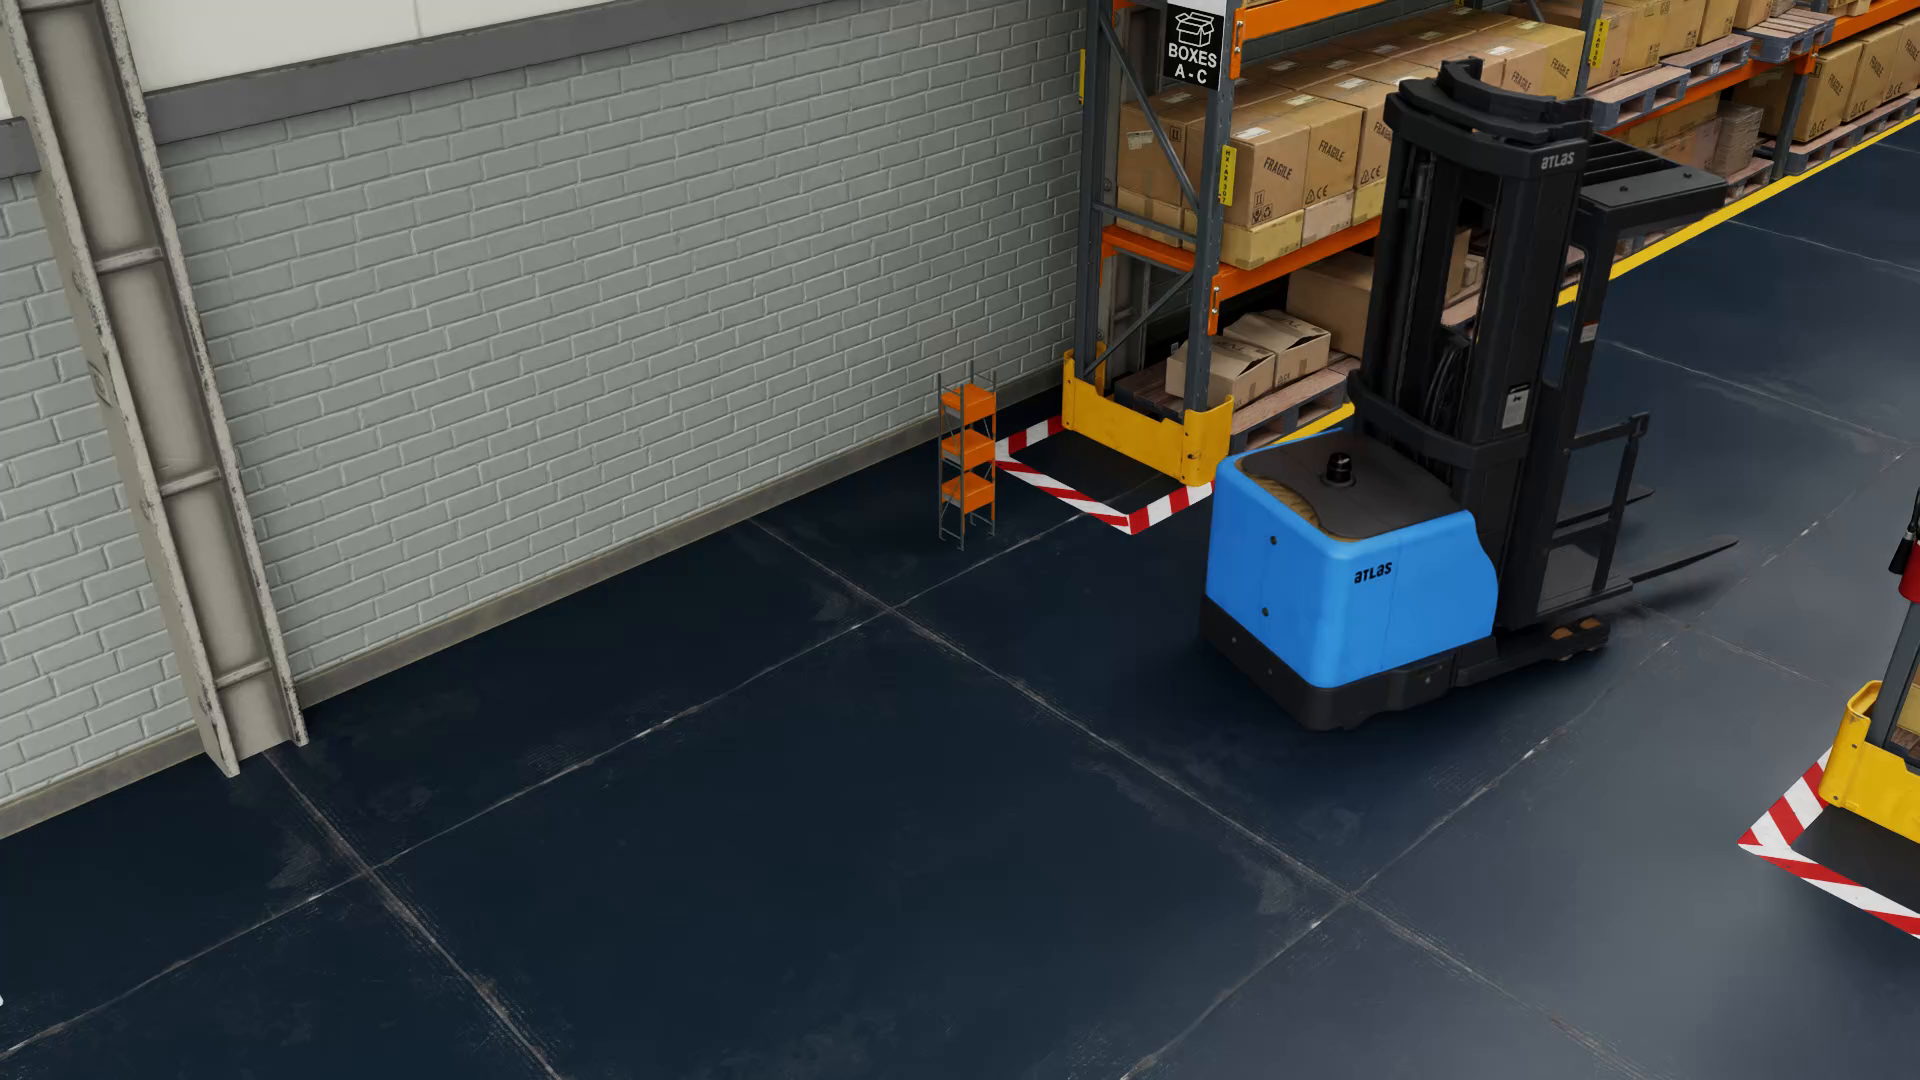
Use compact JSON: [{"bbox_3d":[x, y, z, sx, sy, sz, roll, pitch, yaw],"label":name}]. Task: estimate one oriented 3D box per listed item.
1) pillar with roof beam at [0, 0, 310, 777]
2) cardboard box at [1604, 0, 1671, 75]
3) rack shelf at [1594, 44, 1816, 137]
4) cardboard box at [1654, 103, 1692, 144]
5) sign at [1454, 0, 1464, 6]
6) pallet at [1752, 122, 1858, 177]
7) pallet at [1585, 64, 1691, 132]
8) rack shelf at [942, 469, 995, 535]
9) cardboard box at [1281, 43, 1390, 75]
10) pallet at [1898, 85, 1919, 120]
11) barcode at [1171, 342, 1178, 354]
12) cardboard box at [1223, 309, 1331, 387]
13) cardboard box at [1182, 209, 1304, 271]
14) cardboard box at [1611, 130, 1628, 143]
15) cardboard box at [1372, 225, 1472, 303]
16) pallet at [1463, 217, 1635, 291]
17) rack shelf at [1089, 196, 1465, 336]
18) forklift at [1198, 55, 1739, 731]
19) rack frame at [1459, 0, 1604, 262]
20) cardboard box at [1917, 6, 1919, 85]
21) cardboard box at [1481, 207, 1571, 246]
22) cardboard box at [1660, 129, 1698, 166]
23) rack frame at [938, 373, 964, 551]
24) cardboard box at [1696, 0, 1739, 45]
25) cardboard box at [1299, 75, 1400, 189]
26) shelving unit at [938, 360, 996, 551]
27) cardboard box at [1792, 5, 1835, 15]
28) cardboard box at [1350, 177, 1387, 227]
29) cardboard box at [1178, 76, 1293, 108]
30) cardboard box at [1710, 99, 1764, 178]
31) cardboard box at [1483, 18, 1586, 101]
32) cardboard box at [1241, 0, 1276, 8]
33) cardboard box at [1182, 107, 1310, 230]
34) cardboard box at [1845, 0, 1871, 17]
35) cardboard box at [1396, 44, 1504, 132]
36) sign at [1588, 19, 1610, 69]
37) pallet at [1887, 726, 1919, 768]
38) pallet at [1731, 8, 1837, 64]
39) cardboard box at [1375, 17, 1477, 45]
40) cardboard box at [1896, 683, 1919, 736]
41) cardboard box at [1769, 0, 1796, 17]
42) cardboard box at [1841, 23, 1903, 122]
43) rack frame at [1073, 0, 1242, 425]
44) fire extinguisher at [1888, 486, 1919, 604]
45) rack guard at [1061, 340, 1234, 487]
[{"bbox_3d":[-0.447,-1.209,2.936,0.400,9.000,9.100,-26,40,-35],"label":"pillar with roof beam"},{"bbox_3d":[4.844,-3.858,12.501,0.500,0.500,0.700,-21,37,-31],"label":"cardboard box"},{"bbox_3d":[5.500,-3.667,13.396,4.000,0.370,1.077,-26,40,-35],"label":"rack shelf"},{"bbox_3d":[5.639,-3.487,13.667,0.500,0.250,0.500,-26,40,-36],"label":"cardboard box"},{"bbox_3d":[3.653,-3.970,12.091,0.005,0.325,0.100,-26,40,-35],"label":"sign"},{"bbox_3d":[7.596,-3.745,15.506,1.213,0.211,1.003,-26,40,-35],"label":"pallet"},{"bbox_3d":[4.692,-3.398,12.450,1.213,0.211,1.003,-26,40,-35],"label":"pallet"},{"bbox_3d":[0.039,-0.221,9.492,0.240,0.259,0.215,-26,40,-35],"label":"rack shelf"},{"bbox_3d":[2.422,-2.897,10.853,0.500,0.500,0.500,-25,39,-35],"label":"cardboard box"},{"bbox_3d":[9.385,-4.610,16.921,1.213,0.211,1.003,-26,40,-35],"label":"pallet"},{"bbox_3d":[1.410,-1.261,10.918,0.075,0.075,0.001,-26,40,-35],"label":"barcode"},{"bbox_3d":[2.087,-1.300,10.990,0.500,0.311,0.500,-22,38,-32],"label":"cardboard box"},{"bbox_3d":[1.674,-1.842,9.846,0.500,0.250,0.500,-27,41,-37],"label":"cardboard box"},{"bbox_3d":[4.882,-3.131,13.085,0.500,0.250,0.500,-27,40,-36],"label":"cardboard box"},{"bbox_3d":[3.299,-2.003,11.958,0.500,0.500,0.500,26,40,35],"label":"cardboard box"},{"bbox_3d":[4.603,-2.352,13.228,1.213,0.211,1.003,-26,40,-35],"label":"pallet"},{"bbox_3d":[2.567,-2.248,11.076,4.000,0.370,1.077,-26,40,-35],"label":"rack shelf"},{"bbox_3d":[2.796,-0.859,8.180,3.031,2.935,1.130,-15,34,-23],"label":"forklift"},{"bbox_3d":[4.033,-3.265,12.048,0.127,3.000,1.000,-26,40,-35],"label":"rack frame"},{"bbox_3d":[9.511,-5.084,16.682,0.750,0.750,0.750,-25,40,-35],"label":"cardboard box"},{"bbox_3d":[4.562,-2.653,13.023,0.500,0.500,0.700,-24,39,-34],"label":"cardboard box"},{"bbox_3d":[5.672,-3.204,13.923,0.500,0.500,0.700,-26,40,-36],"label":"cardboard box"},{"bbox_3d":[-0.050,-0.424,9.271,0.008,1.050,0.200,-26,40,-35],"label":"rack frame"},{"bbox_3d":[5.730,-4.293,13.212,0.500,0.500,0.700,-26,40,-35],"label":"cardboard box"},{"bbox_3d":[2.407,-2.517,10.231,0.500,0.500,0.500,-27,41,-37],"label":"cardboard box"},{"bbox_3d":[0.039,-0.467,9.342,0.252,1.050,0.215,-26,40,-35],"label":"shelving unit"},{"bbox_3d":[7.365,-4.613,14.475,0.250,0.149,0.380,-26,40,-36],"label":"cardboard box"},{"bbox_3d":[2.422,-2.210,10.448,0.500,0.250,0.500,-27,40,-36],"label":"cardboard box"},{"bbox_3d":[1.677,-2.534,10.258,0.500,0.500,0.500,-25,39,-35],"label":"cardboard box"},{"bbox_3d":[6.474,-3.529,14.455,0.500,0.500,0.700,-25,39,-35],"label":"cardboard box"},{"bbox_3d":[3.897,-3.243,11.419,0.500,0.500,0.500,-26,40,-36],"label":"cardboard box"},{"bbox_3d":[1.515,-3.200,8.952,0.500,0.500,0.500,-25,39,-34],"label":"cardboard box"},{"bbox_3d":[1.654,-2.165,9.655,0.500,0.500,0.500,-26,40,-35],"label":"cardboard box"},{"bbox_3d":[7.808,-4.761,14.717,0.250,0.149,0.380,-24,39,-34],"label":"cardboard box"},{"bbox_3d":[3.158,-2.889,10.840,0.500,0.500,0.500,-27,41,-37],"label":"cardboard box"},{"bbox_3d":[4.408,-3.429,11.487,0.005,0.325,0.100,-26,40,-35],"label":"sign"},{"bbox_3d":[5.003,0.950,7.828,1.213,0.211,1.003,-26,40,-35],"label":"pallet"},{"bbox_3d":[6.516,-4.308,13.938,1.003,0.211,1.213,-26,40,-35],"label":"pallet"},{"bbox_3d":[3.165,-3.260,11.447,0.500,0.500,0.500,-26,40,-36],"label":"cardboard box"},{"bbox_3d":[4.663,0.738,7.735,0.500,0.250,0.500,-26,40,-35],"label":"cardboard box"},{"bbox_3d":[6.628,-4.743,13.949,0.700,0.500,0.500,24,39,34],"label":"cardboard box"},{"bbox_3d":[8.241,-4.464,15.668,0.750,0.750,0.750,-26,40,-36],"label":"cardboard box"},{"bbox_3d":[1.100,-1.846,9.728,0.127,3.000,1.000,-26,40,-35],"label":"rack frame"},{"bbox_3d":[4.068,-0.055,6.873,0.183,0.674,0.296,-26,40,-35],"label":"fire extinguisher"},{"bbox_3d":[1.156,-0.806,10.424,0.348,0.500,1.175,-26,40,-35],"label":"rack guard"}]
